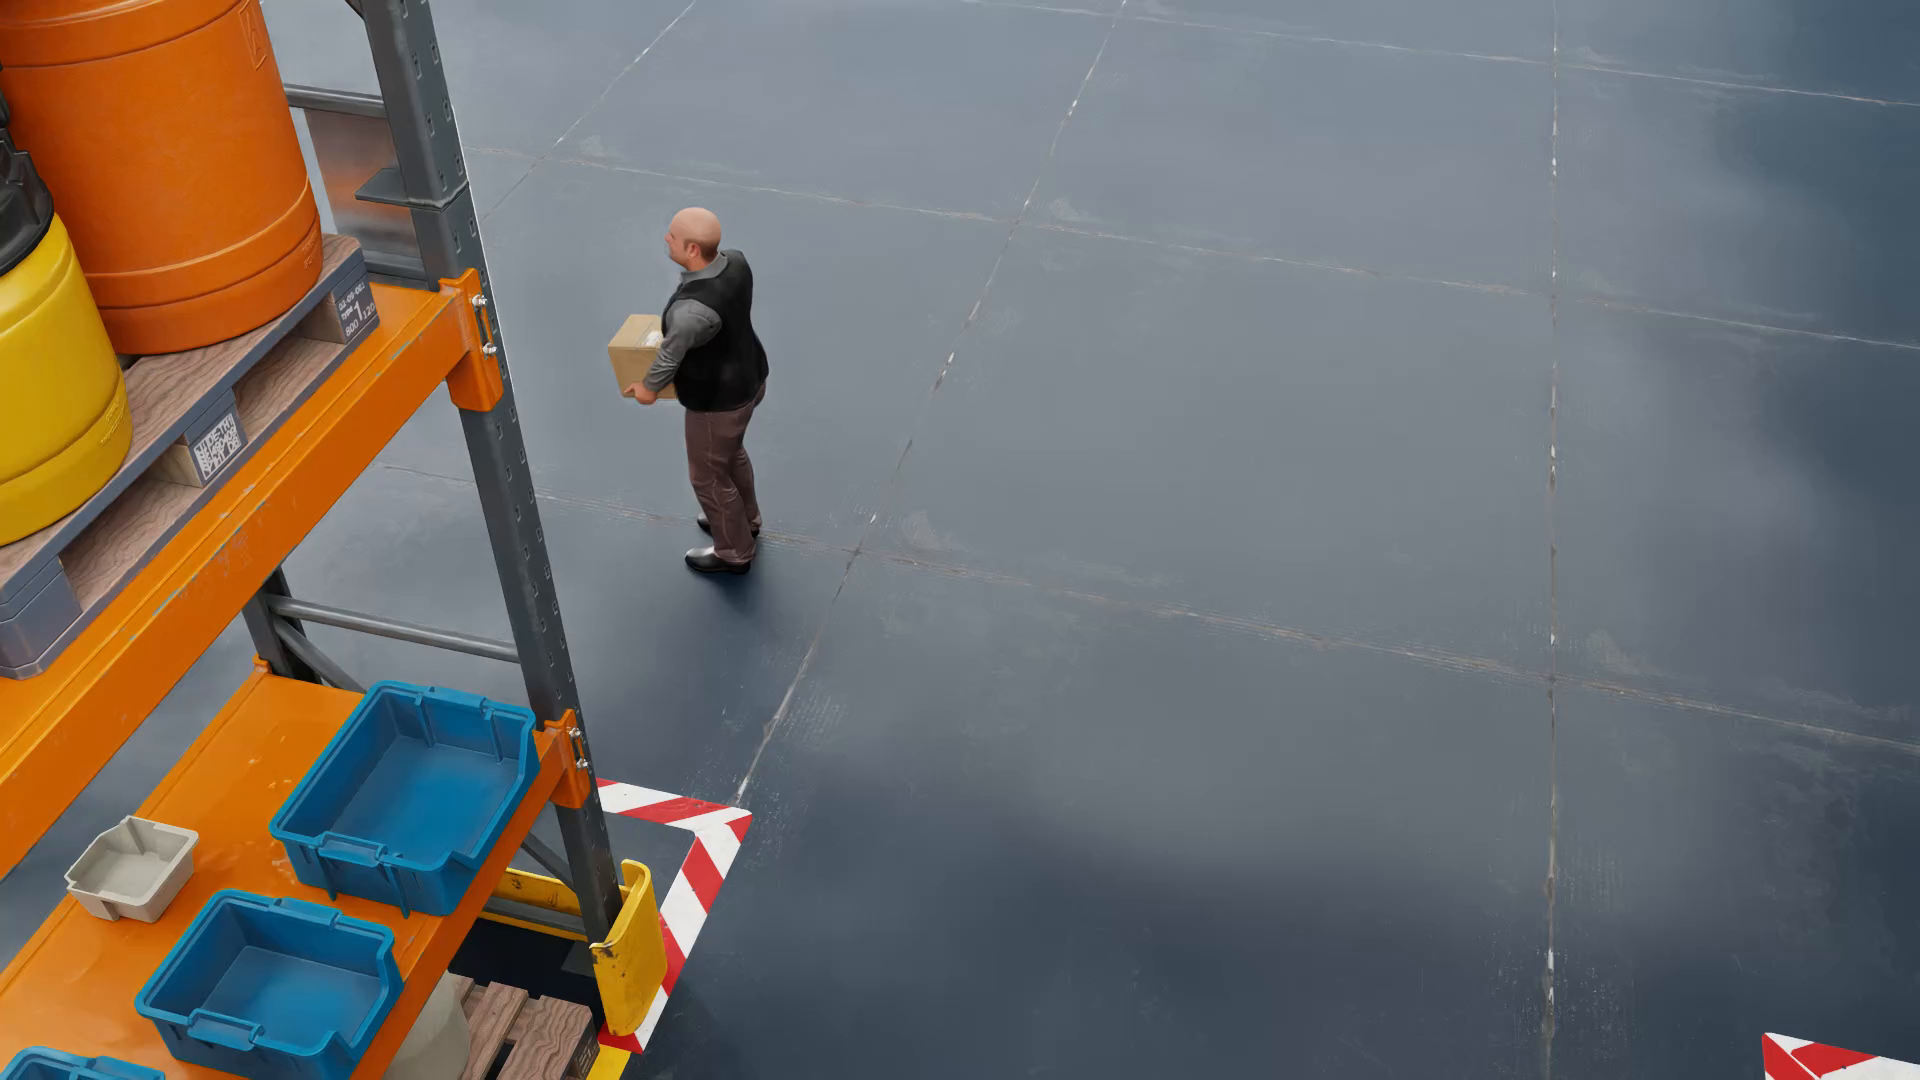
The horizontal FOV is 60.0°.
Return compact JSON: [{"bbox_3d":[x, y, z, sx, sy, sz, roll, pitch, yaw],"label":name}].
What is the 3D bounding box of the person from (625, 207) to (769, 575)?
[{"bbox_3d":[-1.083,-0.616,6.897,0.554,1.721,0.495,9,42,11],"label":"person"}]
